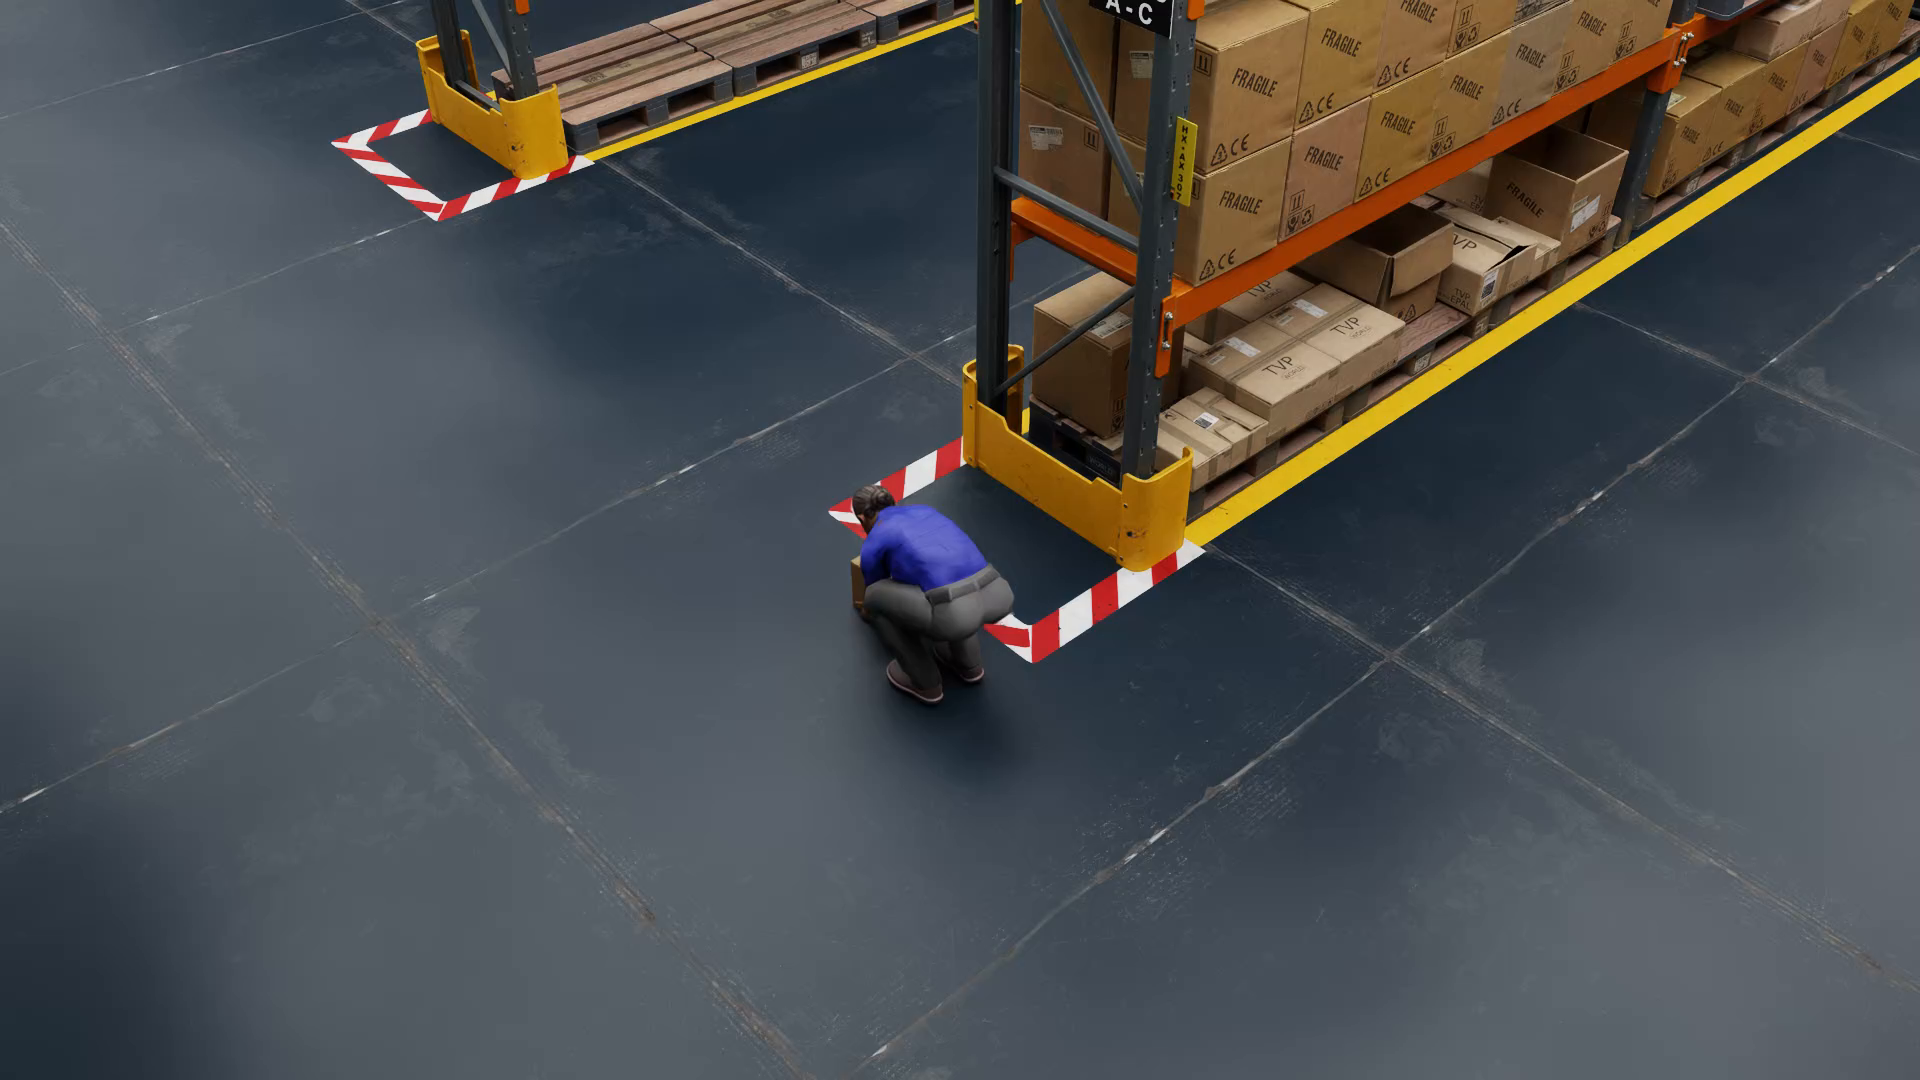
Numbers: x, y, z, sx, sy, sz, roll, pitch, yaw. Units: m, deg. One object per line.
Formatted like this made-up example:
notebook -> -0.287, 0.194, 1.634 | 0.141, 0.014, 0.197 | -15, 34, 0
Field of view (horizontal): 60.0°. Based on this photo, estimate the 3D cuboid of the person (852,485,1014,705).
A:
person -> -0.143, 0.215, 6.638 | 0.496, 0.747, 0.876 | -27, 47, -28
